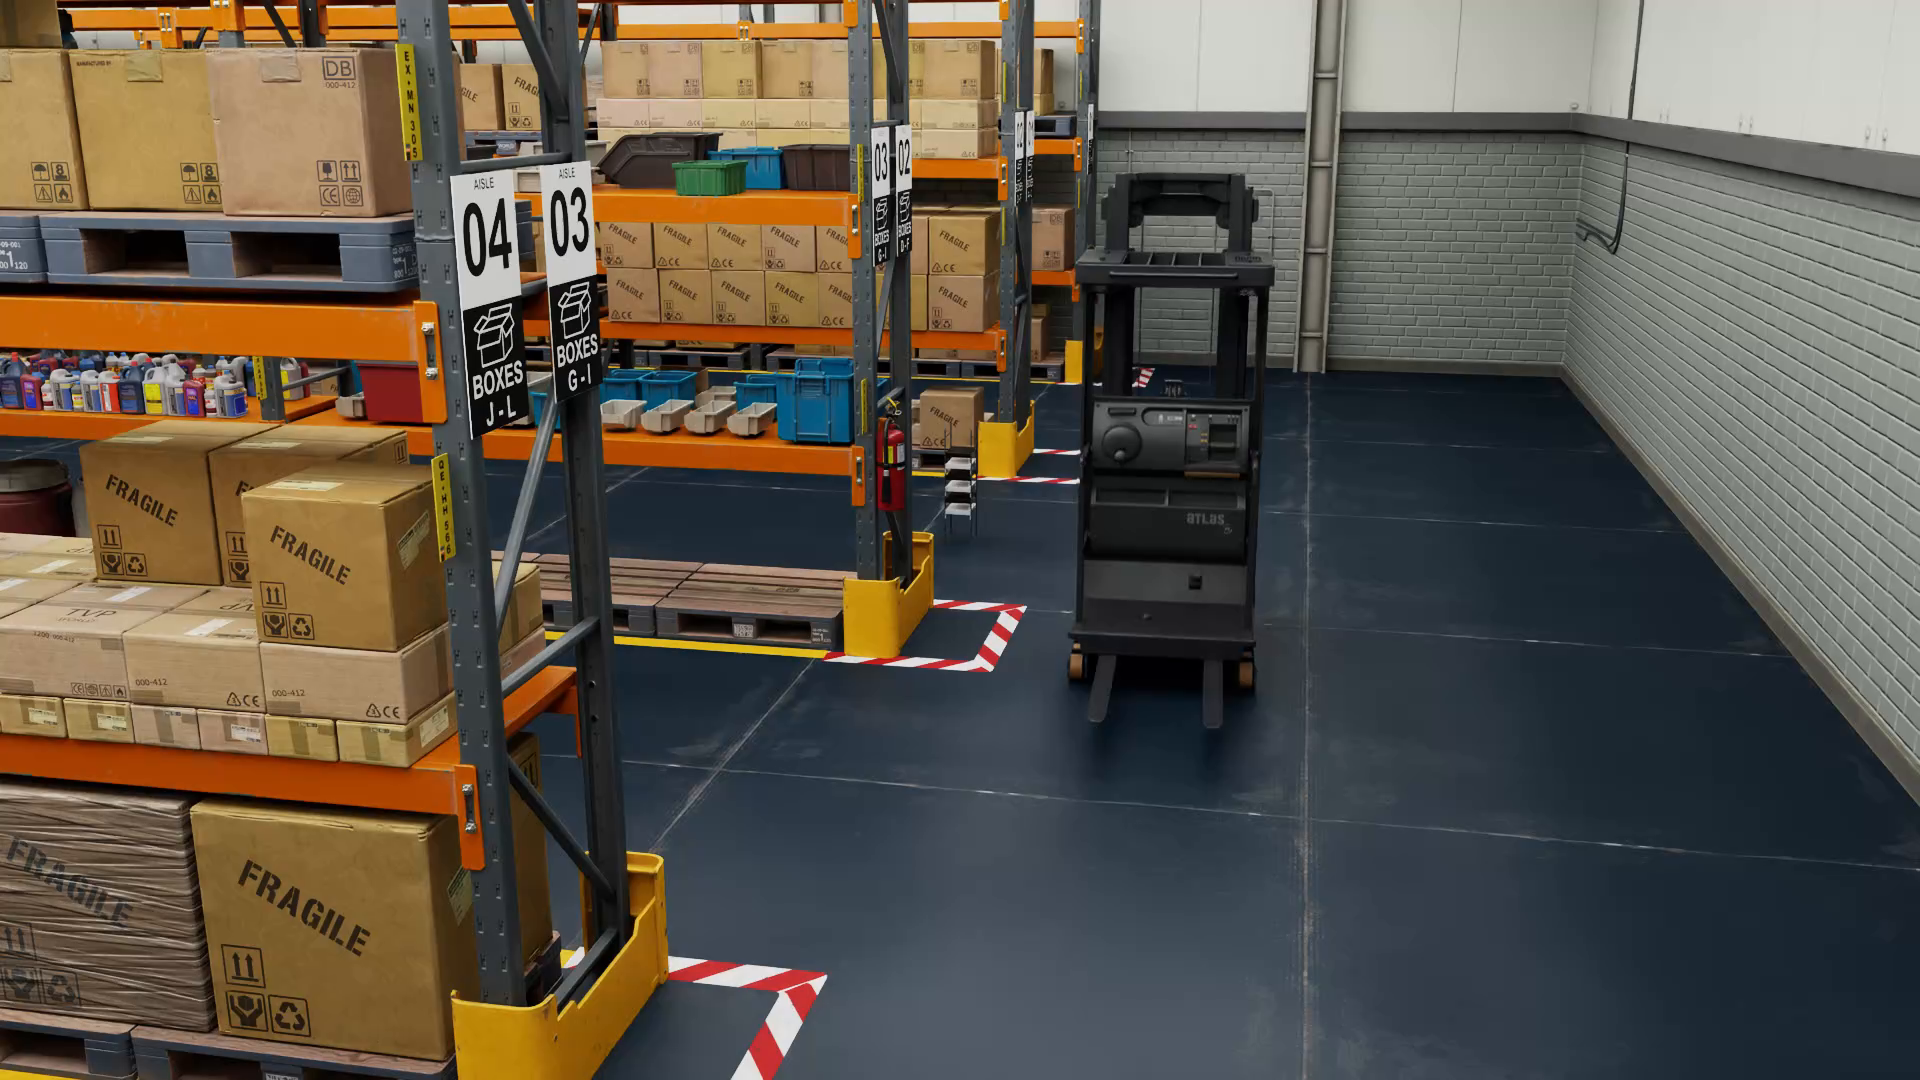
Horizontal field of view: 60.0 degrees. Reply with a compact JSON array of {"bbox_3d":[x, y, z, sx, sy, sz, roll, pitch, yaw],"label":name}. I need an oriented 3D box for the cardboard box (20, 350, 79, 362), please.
[{"bbox_3d":[-9.385,-1.777,17.102,0.500,0.311,0.500,4,16,13],"label":"cardboard box"}]

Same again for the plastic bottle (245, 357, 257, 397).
[{"bbox_3d":[-5.016,-1.160,11.801,0.097,0.271,0.097,0,15,0],"label":"plastic bottle"}]

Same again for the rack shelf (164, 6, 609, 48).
[{"bbox_3d":[-5.368,-4.831,15.671,4.000,0.370,1.077,3,16,11],"label":"rack shelf"}]

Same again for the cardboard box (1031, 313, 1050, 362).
[{"bbox_3d":[0.790,-2.465,20.167,0.500,0.500,0.700,3,16,11],"label":"cardboard box"}]

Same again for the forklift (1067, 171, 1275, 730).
[{"bbox_3d":[1.237,-0.632,9.785,1.130,2.935,3.031,2,16,8],"label":"forklift"}]

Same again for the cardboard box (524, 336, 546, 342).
[{"bbox_3d":[-5.650,-2.974,21.351,0.750,0.750,0.750,3,16,10],"label":"cardboard box"}]

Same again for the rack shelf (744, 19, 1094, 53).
[{"bbox_3d":[-0.464,-5.914,19.582,4.000,0.370,1.077,3,16,11],"label":"rack shelf"}]

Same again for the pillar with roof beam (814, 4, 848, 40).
[{"bbox_3d":[-2.424,-5.623,16.433,0.400,9.000,9.100,3,16,11],"label":"pillar with roof beam"}]

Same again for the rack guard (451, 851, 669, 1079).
[{"bbox_3d":[-1.442,1.637,6.145,0.348,0.500,1.175,3,16,11],"label":"rack guard"}]

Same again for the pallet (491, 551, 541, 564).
[{"bbox_3d":[-3.670,0.296,11.529,1.213,0.211,1.003,3,16,11],"label":"pallet"}]

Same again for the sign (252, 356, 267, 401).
[{"bbox_3d":[-4.510,-1.067,10.705,0.005,0.325,0.100,3,16,11],"label":"sign"}]

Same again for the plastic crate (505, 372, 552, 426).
[{"bbox_3d":[-2.939,-0.919,10.802,0.530,0.282,0.437,3,16,11],"label":"plastic crate"}]

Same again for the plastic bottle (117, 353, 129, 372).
[{"bbox_3d":[-6.019,-1.214,11.998,0.097,0.271,0.097,0,15,0],"label":"plastic bottle"}]

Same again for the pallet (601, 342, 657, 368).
[{"bbox_3d":[-4.395,-2.411,21.299,1.213,0.211,1.003,3,16,11],"label":"pallet"}]

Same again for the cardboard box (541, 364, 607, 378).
[{"bbox_3d":[-3.833,-1.470,16.536,0.500,0.500,0.500,2,16,9],"label":"cardboard box"}]

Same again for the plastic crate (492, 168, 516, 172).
[{"bbox_3d":[-3.076,-2.427,11.011,0.466,0.136,0.293,3,16,11],"label":"plastic crate"}]

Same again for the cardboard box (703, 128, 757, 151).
[{"bbox_3d":[-2.002,-3.601,15.034,0.500,0.250,0.500,3,16,11],"label":"cardboard box"}]

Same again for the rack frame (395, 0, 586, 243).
[{"bbox_3d":[-1.466,-2.460,5.015,0.127,3.000,1.000,3,16,11],"label":"rack frame"}]

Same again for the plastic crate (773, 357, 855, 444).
[{"bbox_3d":[-0.844,-0.879,10.368,0.499,0.435,0.616,3,16,11],"label":"plastic crate"}]

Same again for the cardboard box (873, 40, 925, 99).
[{"bbox_3d":[-0.468,-4.207,14.882,0.500,0.500,0.700,3,16,11],"label":"cardboard box"}]

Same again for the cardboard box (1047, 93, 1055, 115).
[{"bbox_3d":[0.829,-5.183,19.771,0.500,0.250,0.500,4,16,14],"label":"cardboard box"}]

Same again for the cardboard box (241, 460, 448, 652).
[{"bbox_3d":[-1.996,0.042,5.541,0.500,0.500,0.500,3,16,12],"label":"cardboard box"}]

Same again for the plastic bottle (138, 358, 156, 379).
[{"bbox_3d":[-5.517,-1.064,11.307,0.185,0.351,0.144,3,16,11],"label":"plastic bottle"}]

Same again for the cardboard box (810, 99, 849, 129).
[{"bbox_3d":[-1.021,-3.789,14.776,0.500,0.250,0.500,3,16,11],"label":"cardboard box"}]

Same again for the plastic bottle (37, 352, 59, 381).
[{"bbox_3d":[-6.564,-1.215,11.979,0.133,0.283,0.061,3,16,11],"label":"plastic bottle"}]

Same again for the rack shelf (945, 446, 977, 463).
[{"bbox_3d":[0.008,-0.661,12.807,0.200,0.077,0.258,3,16,11],"label":"rack shelf"}]

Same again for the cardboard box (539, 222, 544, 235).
[{"bbox_3d":[-4.922,-3.933,20.789,0.500,0.500,0.500,3,16,11],"label":"cardboard box"}]

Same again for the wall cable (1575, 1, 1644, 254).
[{"bbox_3d":[6.967,-4.456,18.039,0.112,2.526,3.097,3,16,11],"label":"wall cable"}]

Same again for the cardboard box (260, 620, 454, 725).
[{"bbox_3d":[-1.993,0.404,5.638,0.500,0.250,0.500,3,16,10],"label":"cardboard box"}]

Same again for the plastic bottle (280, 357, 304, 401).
[{"bbox_3d":[-4.718,-1.159,11.649,0.185,0.351,0.144,3,16,11],"label":"plastic bottle"}]

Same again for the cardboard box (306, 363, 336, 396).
[{"bbox_3d":[-6.424,-1.467,16.529,0.500,0.500,0.500,3,16,9],"label":"cardboard box"}]

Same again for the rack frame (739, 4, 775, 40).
[{"bbox_3d":[-2.424,-6.560,19.817,0.127,3.000,1.000,3,16,11],"label":"rack frame"}]

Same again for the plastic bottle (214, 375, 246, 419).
[{"bbox_3d":[-4.849,-0.954,11.048,0.135,0.276,0.152,3,16,11],"label":"plastic bottle"}]

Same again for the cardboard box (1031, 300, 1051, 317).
[{"bbox_3d":[0.952,-2.823,20.245,0.250,0.149,0.380,3,16,11],"label":"cardboard box"}]

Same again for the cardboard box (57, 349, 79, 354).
[{"bbox_3d":[-9.302,-1.918,17.612,0.500,0.311,0.500,3,16,10],"label":"cardboard box"}]

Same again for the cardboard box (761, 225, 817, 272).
[{"bbox_3d":[-1.486,-2.722,15.139,0.500,0.500,0.500,4,16,13],"label":"cardboard box"}]

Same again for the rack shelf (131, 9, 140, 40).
[{"bbox_3d":[-12.224,-6.744,21.833,4.000,0.370,1.077,3,16,11],"label":"rack shelf"}]

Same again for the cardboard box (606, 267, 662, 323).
[{"bbox_3d":[-2.963,-2.322,15.570,0.500,0.500,0.500,4,16,13],"label":"cardboard box"}]

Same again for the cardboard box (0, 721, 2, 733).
[{"bbox_3d":[-3.378,0.538,5.900,0.250,0.149,0.380,3,16,12],"label":"cardboard box"}]

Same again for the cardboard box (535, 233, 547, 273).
[{"bbox_3d":[-3.827,-2.707,16.171,0.500,0.500,0.700,-2,16,-8],"label":"cardboard box"}]

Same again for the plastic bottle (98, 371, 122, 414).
[{"bbox_3d":[-5.701,-1.000,11.215,0.135,0.276,0.152,3,16,11],"label":"plastic bottle"}]

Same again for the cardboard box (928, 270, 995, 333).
[{"bbox_3d":[0.019,-2.161,14.986,0.500,0.500,0.500,4,16,13],"label":"cardboard box"}]

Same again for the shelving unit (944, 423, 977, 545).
[{"bbox_3d":[0.008,-0.433,12.870,0.210,0.900,0.258,3,16,11],"label":"shelving unit"}]

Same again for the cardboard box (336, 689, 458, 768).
[{"bbox_3d":[-1.880,0.620,5.607,0.250,0.149,0.380,3,16,12],"label":"cardboard box"}]

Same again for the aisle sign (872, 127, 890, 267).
[{"bbox_3d":[-0.467,-2.037,9.856,0.004,0.787,0.394,3,16,11],"label":"aisle sign"}]

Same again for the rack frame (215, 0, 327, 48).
[{"bbox_3d":[-4.398,-3.968,10.460,0.127,3.000,1.000,3,16,11],"label":"rack frame"}]

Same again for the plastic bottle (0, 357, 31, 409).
[{"bbox_3d":[-6.444,-1.075,11.347,0.185,0.351,0.144,3,16,11],"label":"plastic bottle"}]

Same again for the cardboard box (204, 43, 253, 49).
[{"bbox_3d":[-6.901,-4.536,16.070,0.500,0.500,0.500,3,16,11],"label":"cardboard box"}]

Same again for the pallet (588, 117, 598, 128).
[{"bbox_3d":[-4.606,-5.157,20.725,1.213,0.211,1.003,4,16,14],"label":"pallet"}]

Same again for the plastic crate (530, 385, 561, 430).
[{"bbox_3d":[-2.542,-0.855,10.660,0.300,0.233,0.416,3,16,11],"label":"plastic crate"}]
